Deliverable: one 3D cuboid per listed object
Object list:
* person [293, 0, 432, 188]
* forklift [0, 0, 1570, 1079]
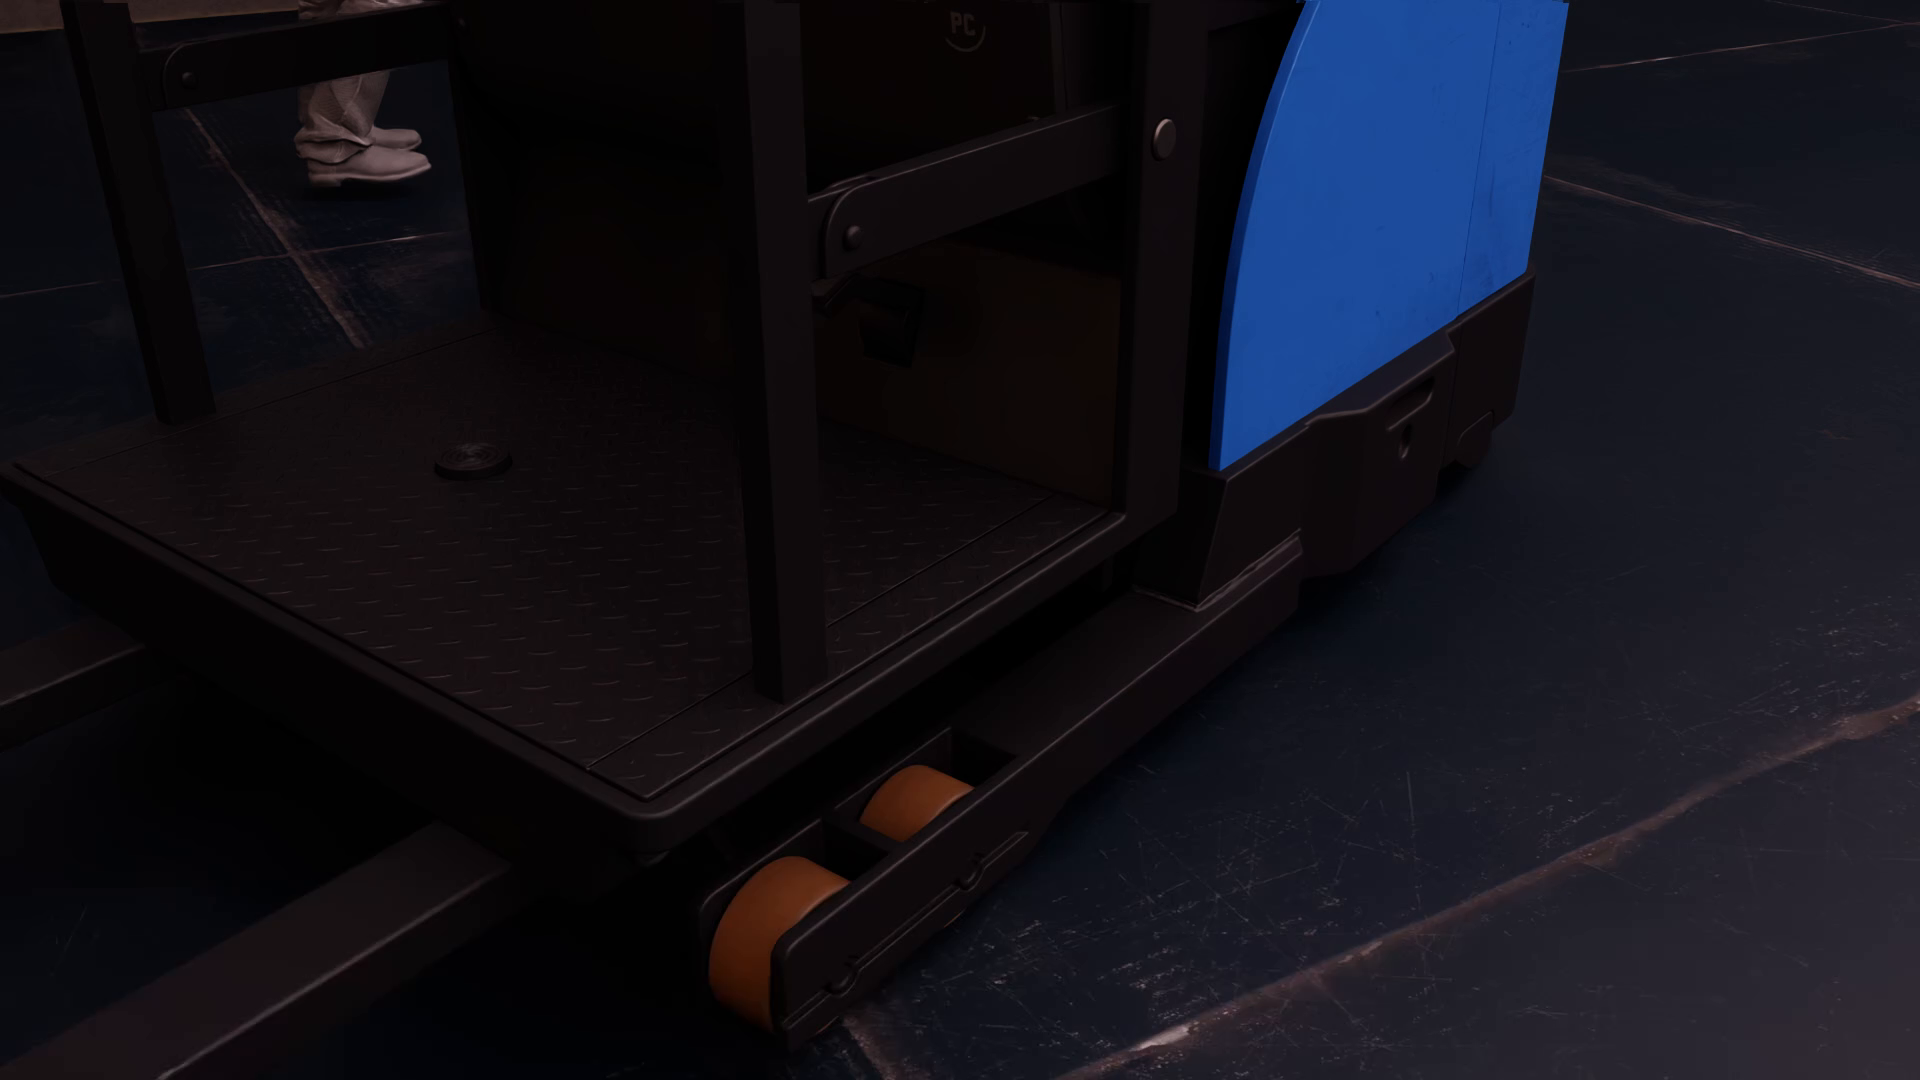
[{"bbox_3d":[-1.556,-1.725,3.955,0.408,1.762,0.700,-14,30,-25],"label":"person"},{"bbox_3d":[-0.375,-1.090,1.409,1.130,2.935,3.031,19,33,33],"label":"forklift"}]
